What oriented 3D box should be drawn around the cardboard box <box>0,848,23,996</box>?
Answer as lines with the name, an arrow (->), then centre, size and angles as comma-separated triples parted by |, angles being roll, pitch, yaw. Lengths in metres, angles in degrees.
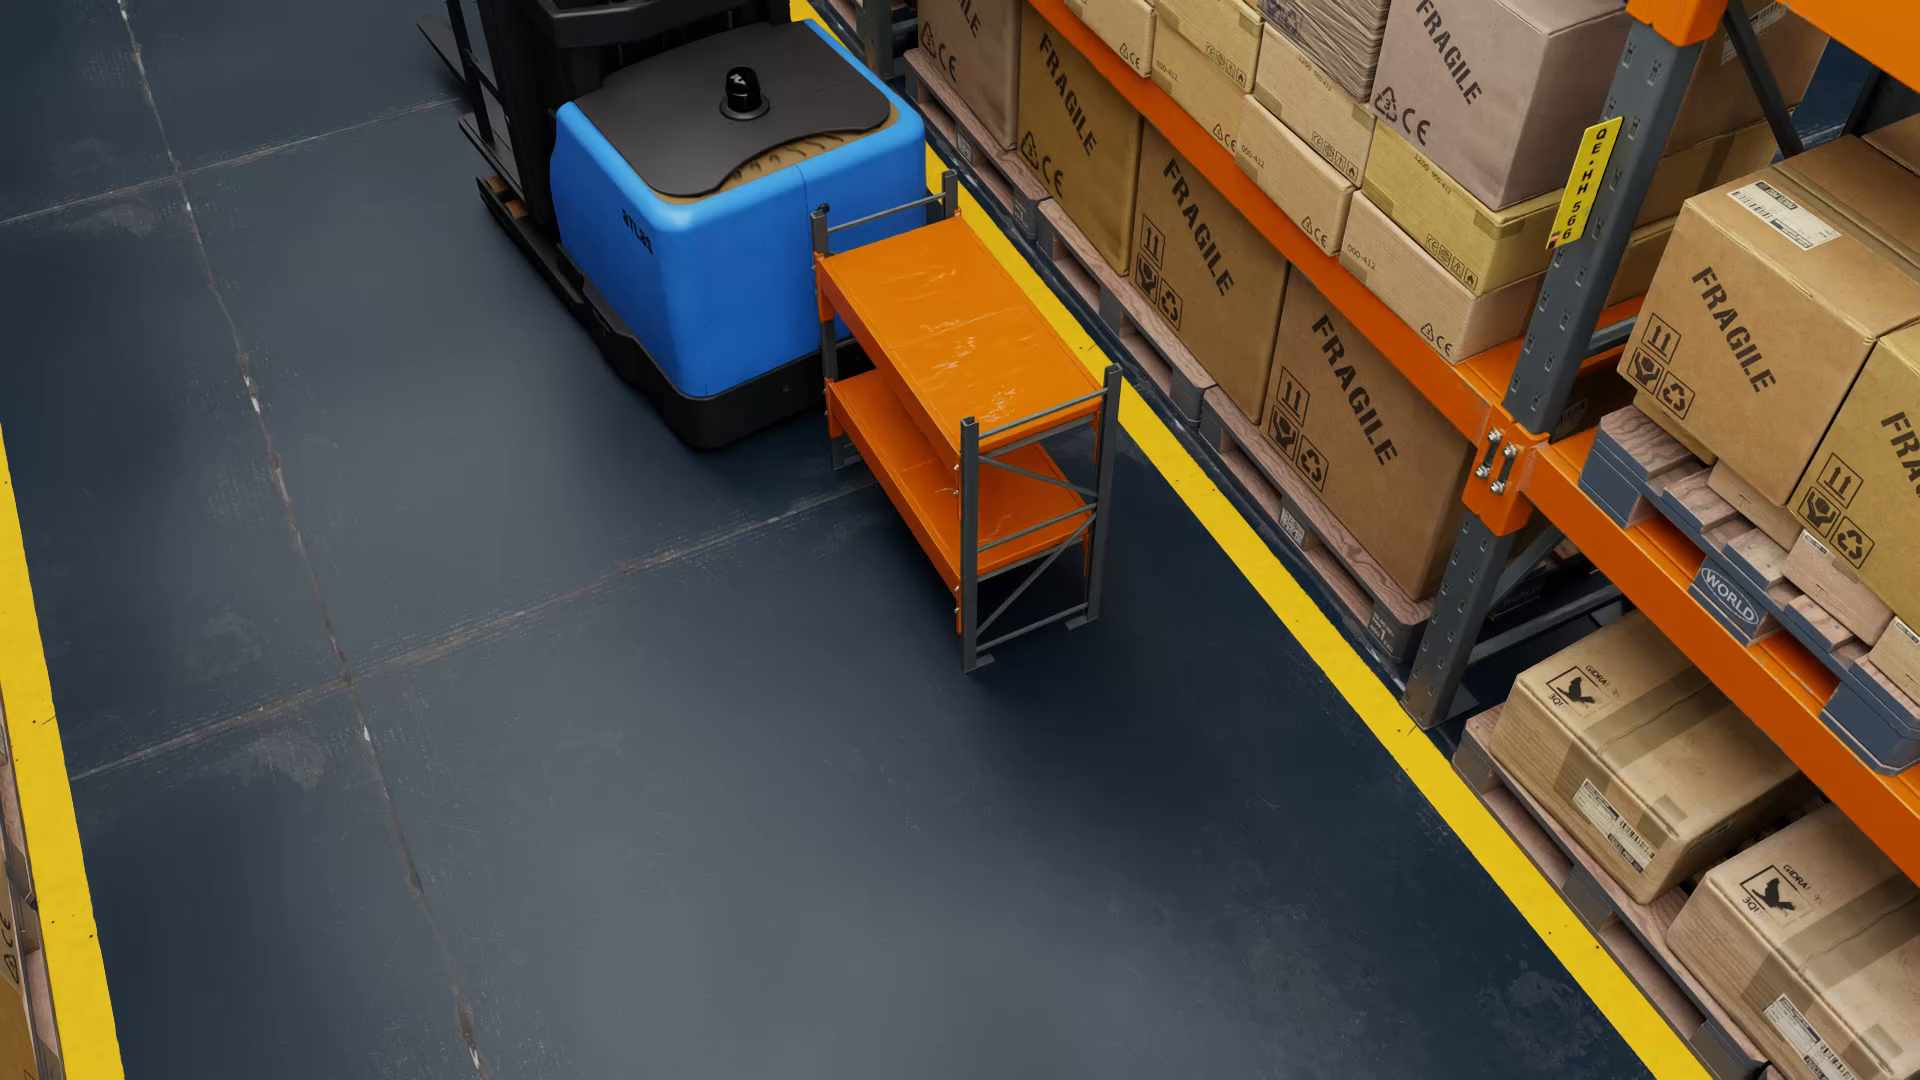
cardboard box -> -2.817, 0.965, 4.295 | 0.500, 0.500, 0.500 | -21, 52, -17

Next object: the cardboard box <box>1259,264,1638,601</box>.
cardboard box -> 1.626, -0.525, 5.349 | 0.875, 0.875, 0.875 | -22, 52, -18

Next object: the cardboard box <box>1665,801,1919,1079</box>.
cardboard box -> 2.463, 1.004, 4.346 | 0.950, 0.372, 0.625 | -22, 52, -18

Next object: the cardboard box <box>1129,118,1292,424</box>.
cardboard box -> 1.222, -1.124, 5.873 | 0.875, 0.875, 0.875 | -21, 52, -17

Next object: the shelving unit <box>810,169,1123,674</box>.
shelving unit -> -0.003, -0.375, 5.331 | 0.538, 1.125, 1.048 | -21, 52, -18

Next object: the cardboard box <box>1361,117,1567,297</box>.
cardboard box -> 1.421, -0.947, 4.353 | 0.500, 0.250, 0.500 | -21, 52, -18

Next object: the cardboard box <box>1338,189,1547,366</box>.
cardboard box -> 1.406, -0.795, 4.552 | 0.500, 0.250, 0.500 | -23, 53, -19

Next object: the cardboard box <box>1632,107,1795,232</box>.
cardboard box -> 1.856, -1.135, 4.517 | 0.500, 0.250, 0.500 | -22, 52, -18

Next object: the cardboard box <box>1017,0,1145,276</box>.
cardboard box -> 0.813, -1.722, 6.396 | 0.875, 0.875, 0.875 | -20, 52, -16

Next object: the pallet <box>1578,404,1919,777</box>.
pallet -> 2.289, -0.092, 3.965 | 1.213, 0.211, 1.003 | -21, 52, -18

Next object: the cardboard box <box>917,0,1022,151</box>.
cardboard box -> 0.393, -2.324, 6.922 | 0.875, 0.875, 0.875 | -20, 52, -16

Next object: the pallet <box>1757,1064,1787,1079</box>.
pallet -> 2.779, 1.661, 4.157 | 1.003, 0.211, 1.213 | -21, 52, -18

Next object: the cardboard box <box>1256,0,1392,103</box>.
cardboard box -> 1.157, -1.554, 4.386 | 0.500, 0.500, 0.500 | -20, 52, -17

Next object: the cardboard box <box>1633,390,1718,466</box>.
cardboard box -> 1.852, -0.370, 3.968 | 0.380, 0.149, 0.250 | -24, 53, -20

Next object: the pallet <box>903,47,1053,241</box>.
pallet -> 0.458, -1.864, 7.240 | 1.003, 0.211, 1.213 | -21, 52, -18

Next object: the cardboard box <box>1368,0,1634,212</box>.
cardboard box -> 1.399, -1.214, 4.088 | 0.500, 0.500, 0.500 | -22, 53, -18

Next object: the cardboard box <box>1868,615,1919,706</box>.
cardboard box -> 2.143, 0.221, 3.451 | 0.380, 0.149, 0.250 | -21, 52, -17

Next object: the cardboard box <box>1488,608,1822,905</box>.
cardboard box -> 2.118, 0.513, 4.775 | 0.950, 0.372, 0.625 | -24, 53, -20

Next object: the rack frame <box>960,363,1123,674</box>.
rack frame -> 0.230, -0.035, 5.033 | 0.500, 1.125, 0.032 | -21, 52, -18

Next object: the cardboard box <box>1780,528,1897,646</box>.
cardboard box -> 2.036, 0.030, 3.619 | 0.380, 0.149, 0.250 | -24, 53, -20

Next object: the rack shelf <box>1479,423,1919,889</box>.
rack shelf -> 2.784, 0.980, 3.378 | 1.077, 0.370, 4.000 | -21, 52, -18

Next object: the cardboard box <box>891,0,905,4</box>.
cardboard box -> -0.154, -3.025, 7.826 | 0.875, 0.438, 0.875 | -22, 52, -18

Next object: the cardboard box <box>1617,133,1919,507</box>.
cardboard box -> 1.869, -0.484, 3.637 | 0.500, 0.500, 0.500 | -23, 53, -19

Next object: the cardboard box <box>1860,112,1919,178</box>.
cardboard box -> 2.324, -0.656, 3.788 | 0.500, 0.500, 0.500 | -23, 53, -19

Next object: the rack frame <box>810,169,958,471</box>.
rack frame -> -0.236, -0.715, 5.628 | 0.500, 1.125, 0.032 | -21, 52, -18

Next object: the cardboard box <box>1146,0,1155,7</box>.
cardboard box -> 0.693, -1.972, 5.250 | 0.500, 0.250, 0.500 | -23, 53, -19

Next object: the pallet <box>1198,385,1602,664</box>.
pallet -> 1.575, -0.231, 5.812 | 1.003, 0.211, 1.213 | -21, 52, -18

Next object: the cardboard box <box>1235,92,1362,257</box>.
cardboard box -> 1.159, -1.132, 4.847 | 0.500, 0.250, 0.500 | -20, 52, -17

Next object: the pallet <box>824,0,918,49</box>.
pallet -> -0.240, -2.891, 8.138 | 1.003, 0.211, 1.213 | -21, 52, -18

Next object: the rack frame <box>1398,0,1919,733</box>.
rack frame -> 1.869, -0.596, 4.278 | 1.000, 3.000, 0.127 | -21, 52, -18

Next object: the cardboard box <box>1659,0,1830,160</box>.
cardboard box -> 1.860, -1.372, 4.227 | 0.500, 0.500, 0.500 | -23, 53, -19

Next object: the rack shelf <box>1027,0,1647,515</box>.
rack shelf -> 0.953, -1.697, 5.720 | 1.077, 0.370, 4.000 | -21, 52, -18

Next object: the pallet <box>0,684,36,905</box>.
pallet -> -3.397, 0.756, 4.948 | 1.003, 0.211, 1.213 | -21, 52, -18

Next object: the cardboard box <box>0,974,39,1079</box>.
cardboard box -> -2.583, 1.300, 4.001 | 0.500, 0.500, 0.500 | -23, 53, -19

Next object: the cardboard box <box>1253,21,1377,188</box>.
cardboard box -> 1.183, -1.289, 4.652 | 0.500, 0.250, 0.500 | -22, 53, -18

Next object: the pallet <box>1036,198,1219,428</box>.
pallet -> 1.021, -1.047, 6.525 | 1.003, 0.211, 1.213 | -21, 52, -18

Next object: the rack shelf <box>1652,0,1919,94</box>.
rack shelf -> 2.784, -0.008, 2.249 | 1.077, 0.370, 4.000 | -21, 52, -18

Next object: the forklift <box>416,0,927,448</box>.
forklift -> -1.339, -2.380, 5.884 | 1.130, 2.935, 3.031 | -27, 54, -22

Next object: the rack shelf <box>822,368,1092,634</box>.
rack shelf -> -0.003, -0.214, 5.515 | 0.538, 0.278, 1.000 | -21, 52, -18

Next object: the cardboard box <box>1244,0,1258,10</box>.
cardboard box -> 0.936, -1.889, 4.679 | 0.500, 0.500, 0.500 | -21, 52, -17

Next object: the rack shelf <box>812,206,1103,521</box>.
rack shelf -> -0.003, -0.568, 5.110 | 0.538, 0.278, 1.000 | -21, 52, -18

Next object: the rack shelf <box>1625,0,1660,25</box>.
rack shelf -> 0.953, -2.685, 4.591 | 1.077, 0.370, 4.000 | -21, 52, -18

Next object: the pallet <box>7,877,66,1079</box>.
pallet -> -2.843, 1.572, 4.235 | 1.003, 0.211, 1.213 | -21, 52, -18

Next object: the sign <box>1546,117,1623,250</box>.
sign -> 1.377, -0.783, 3.673 | 0.100, 0.325, 0.005 | -21, 52, -18

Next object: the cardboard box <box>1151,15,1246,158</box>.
cardboard box -> 0.942, -1.474, 5.146 | 0.500, 0.250, 0.500 | -22, 52, -18

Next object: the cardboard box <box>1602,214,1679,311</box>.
cardboard box -> 1.868, -0.960, 4.697 | 0.500, 0.250, 0.500 | -22, 52, -18

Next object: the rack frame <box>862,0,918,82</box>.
rack frame -> 0.038, -3.273, 6.620 | 1.000, 3.000, 0.127 | -21, 52, -18

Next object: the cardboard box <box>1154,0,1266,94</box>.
cardboard box -> 0.931, -1.625, 4.946 | 0.500, 0.250, 0.500 | -22, 53, -18

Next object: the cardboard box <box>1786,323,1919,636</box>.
cardboard box -> 2.113, -0.137, 3.334 | 0.500, 0.500, 0.500 | -19, 51, -16

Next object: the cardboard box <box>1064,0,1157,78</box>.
cardboard box -> 0.684, -1.806, 5.436 | 0.500, 0.250, 0.500 | -22, 52, -18

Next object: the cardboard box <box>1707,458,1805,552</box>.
cardboard box -> 1.951, -0.169, 3.793 | 0.380, 0.149, 0.250 | -24, 53, -20

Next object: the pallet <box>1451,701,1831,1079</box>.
pallet -> 2.225, 0.846, 4.870 | 1.003, 0.211, 1.213 | -21, 52, -18
